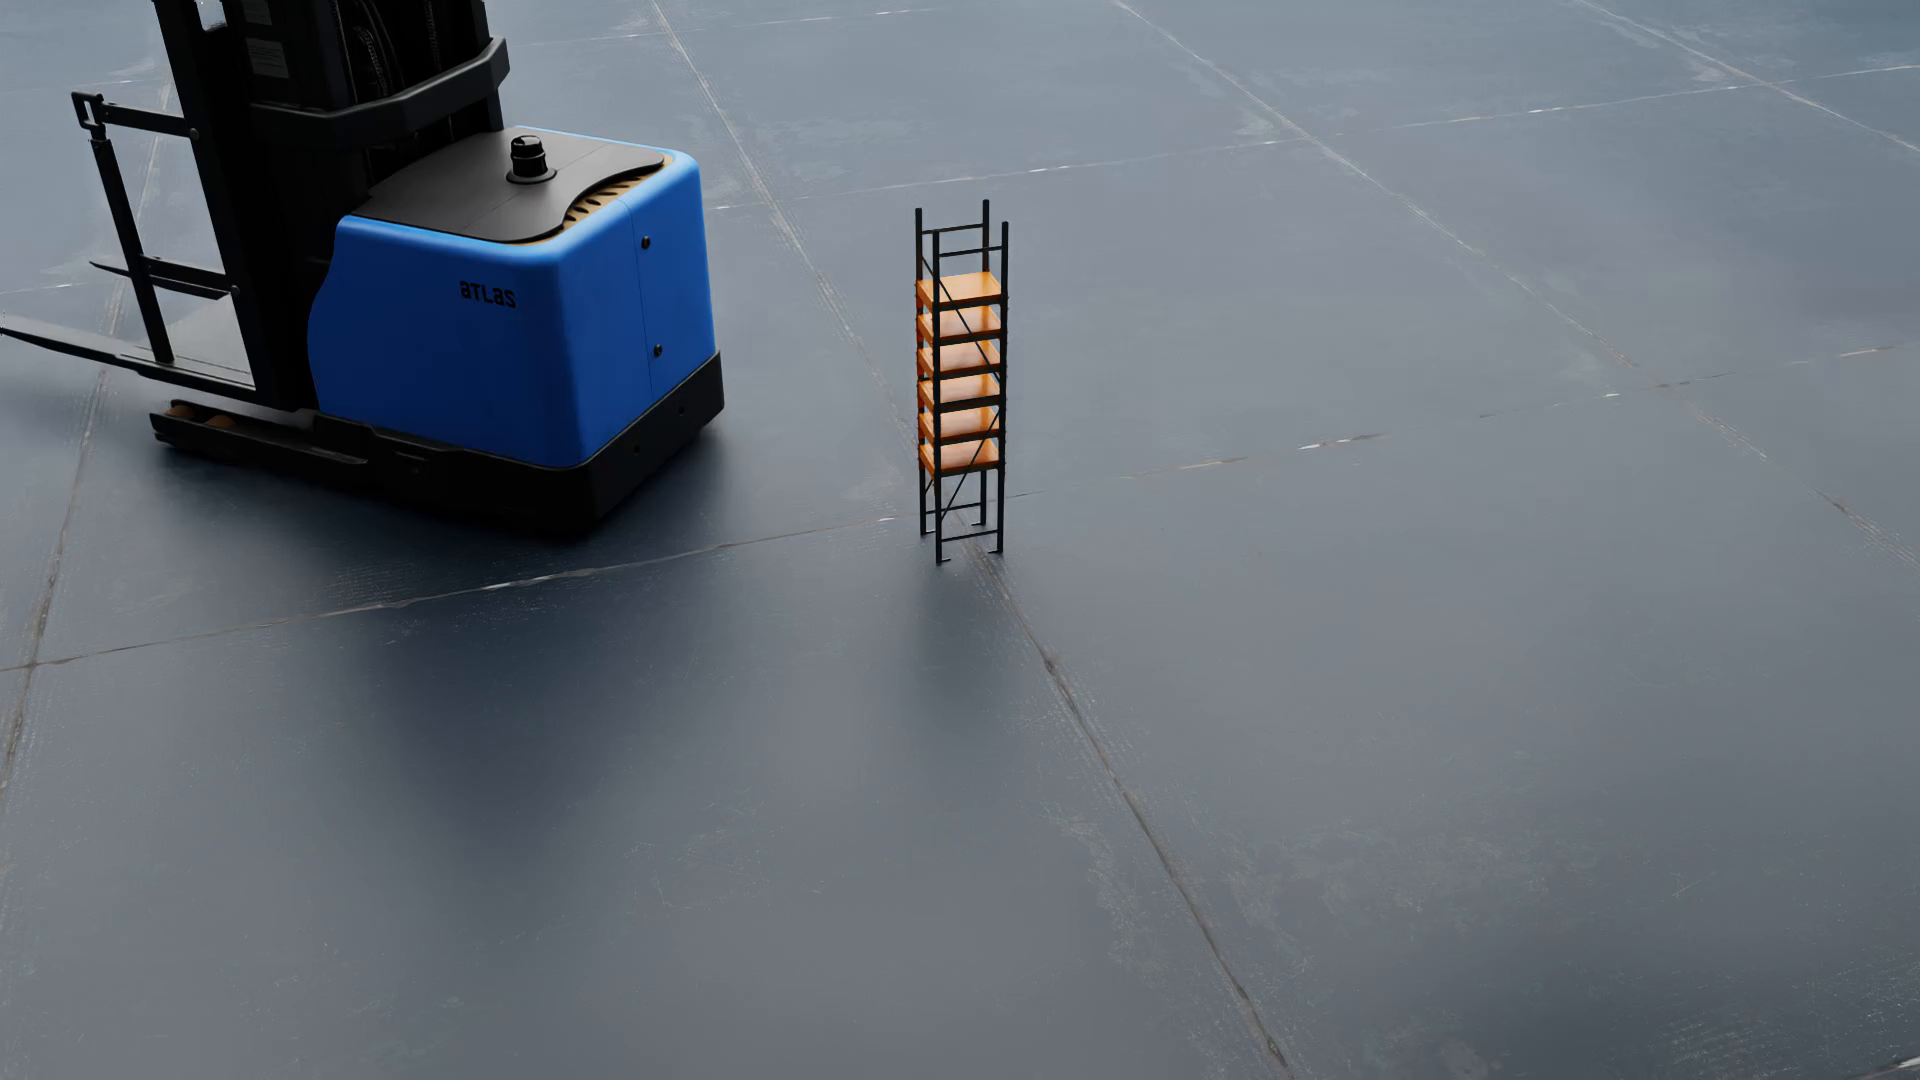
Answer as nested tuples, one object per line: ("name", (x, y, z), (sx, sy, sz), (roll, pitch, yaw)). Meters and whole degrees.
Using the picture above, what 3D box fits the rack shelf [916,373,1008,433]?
("rack shelf", (0.004, -0.456, 5.432), (0.258, 0.103, 0.180), (-10, 35, -15))

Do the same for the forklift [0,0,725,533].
("forklift", (-2.471, -1.771, 5.772), (3.031, 2.935, 1.130), (13, 36, 19))

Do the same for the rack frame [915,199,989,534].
("rack frame", (-0.023, -0.541, 5.480), (0.240, 1.200, 0.006), (-10, 35, -15))

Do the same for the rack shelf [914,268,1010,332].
("rack shelf", (0.004, -0.756, 5.234), (0.258, 0.103, 0.180), (-10, 35, -15))

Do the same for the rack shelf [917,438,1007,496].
("rack shelf", (0.004, -0.256, 5.565), (0.258, 0.103, 0.180), (-10, 35, -15))

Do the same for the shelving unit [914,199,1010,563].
("shelving unit", (0.004, -0.493, 5.408), (0.258, 1.200, 0.189), (-10, 35, -15))

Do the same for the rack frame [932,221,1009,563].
("rack frame", (0.032, -0.445, 5.335), (0.240, 1.200, 0.006), (-10, 35, -15))

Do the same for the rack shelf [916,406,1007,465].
("rack shelf", (0.004, -0.356, 5.498), (0.258, 0.103, 0.180), (-10, 35, -15))

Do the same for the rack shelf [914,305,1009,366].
("rack shelf", (0.004, -0.656, 5.300), (0.258, 0.103, 0.180), (-10, 35, -15))

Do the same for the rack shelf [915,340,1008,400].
("rack shelf", (0.004, -0.556, 5.366), (0.258, 0.103, 0.180), (-10, 35, -15))
